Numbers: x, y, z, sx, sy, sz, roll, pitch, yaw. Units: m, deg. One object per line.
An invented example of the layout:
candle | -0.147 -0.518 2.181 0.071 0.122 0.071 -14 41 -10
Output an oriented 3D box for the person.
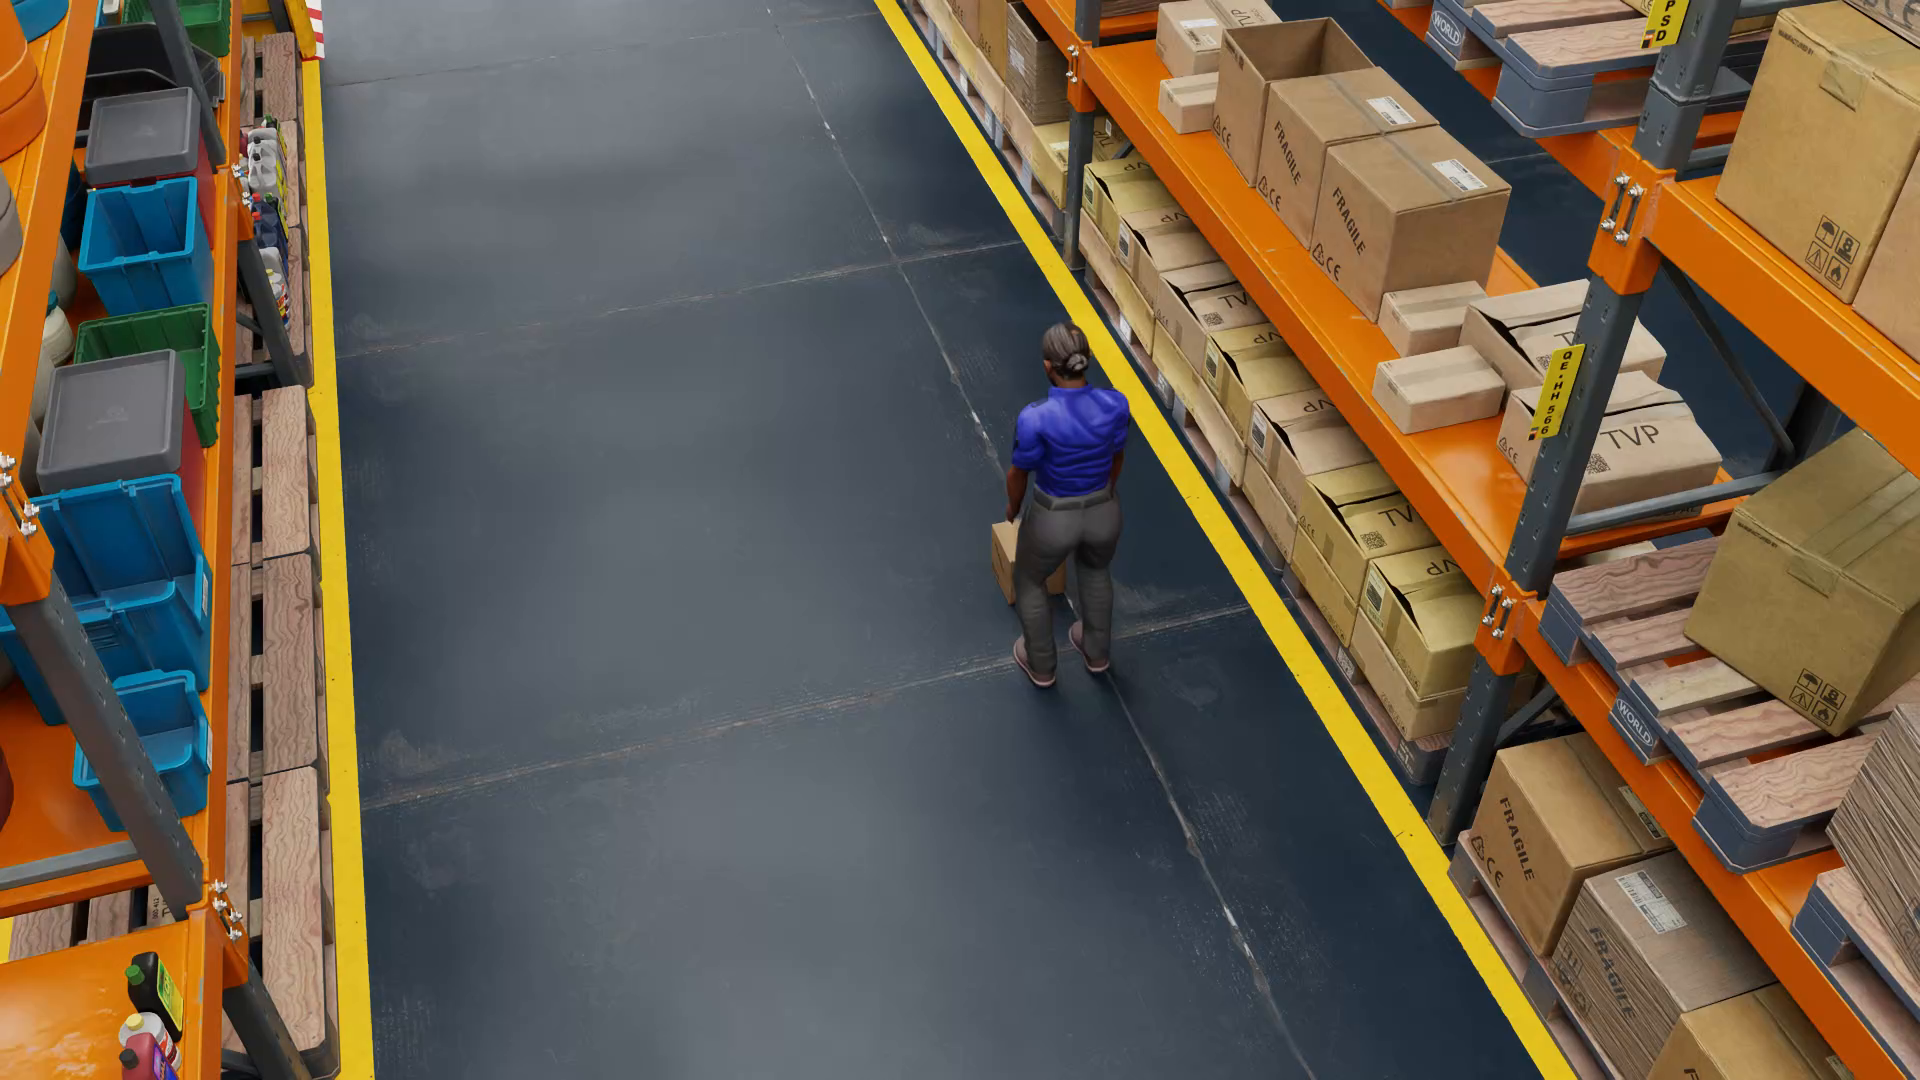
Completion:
person | 0.393 -0.094 6.306 0.454 1.618 0.361 -11 44 -12
